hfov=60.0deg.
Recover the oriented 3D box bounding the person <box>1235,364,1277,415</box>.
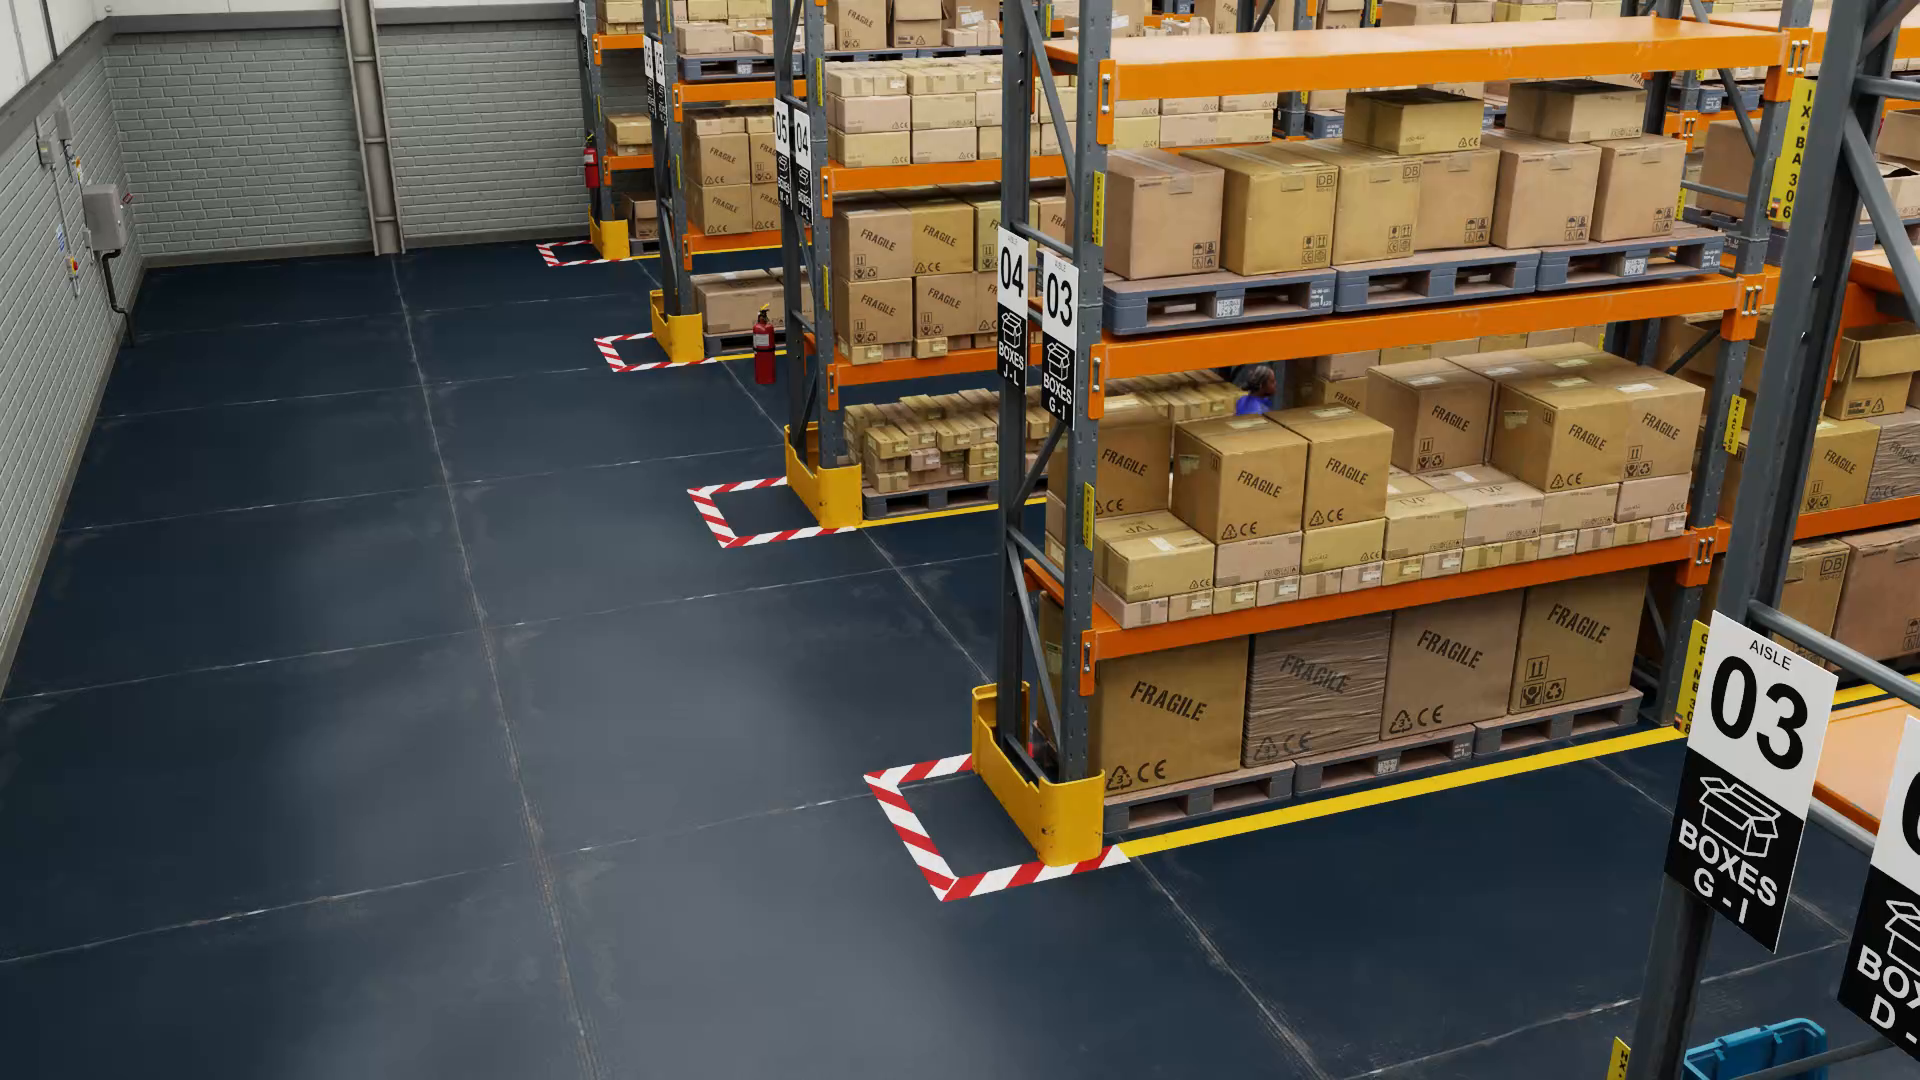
[{"bbox_3d":[2.142,-0.451,11.849,0.426,1.668,0.484,-5,23,-12],"label":"person"}]
